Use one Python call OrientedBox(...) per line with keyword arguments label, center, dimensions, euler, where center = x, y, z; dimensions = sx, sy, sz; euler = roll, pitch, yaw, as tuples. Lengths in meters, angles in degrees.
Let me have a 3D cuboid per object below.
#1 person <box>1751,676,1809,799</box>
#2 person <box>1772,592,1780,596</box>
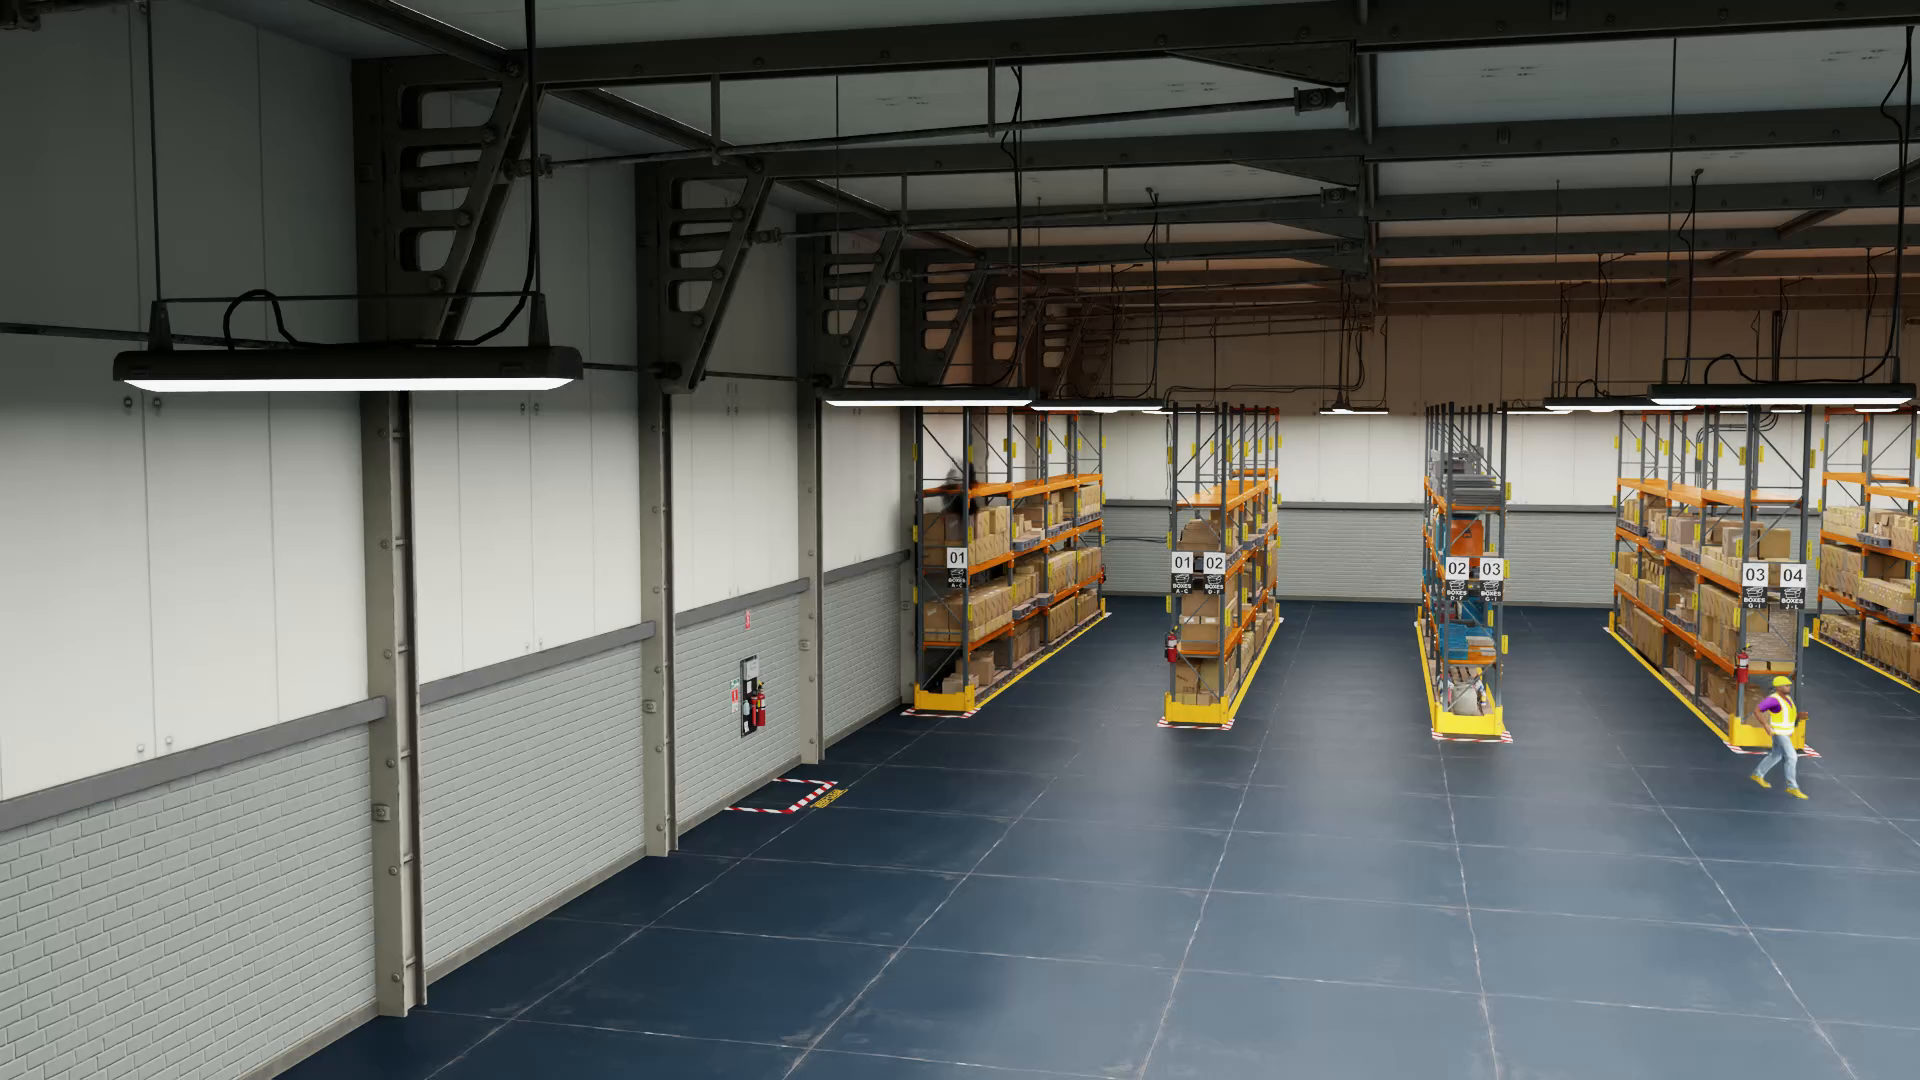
OrientedBox(label="person", center=(12.448, 2.958, 25.216), dimensions=(0.880, 1.797, 0.686), euler=(4, 6, 44))
OrientedBox(label="person", center=(21.342, 1.677, 44.037), dimensions=(0.565, 1.583, 0.765), euler=(-4, 6, -44))
